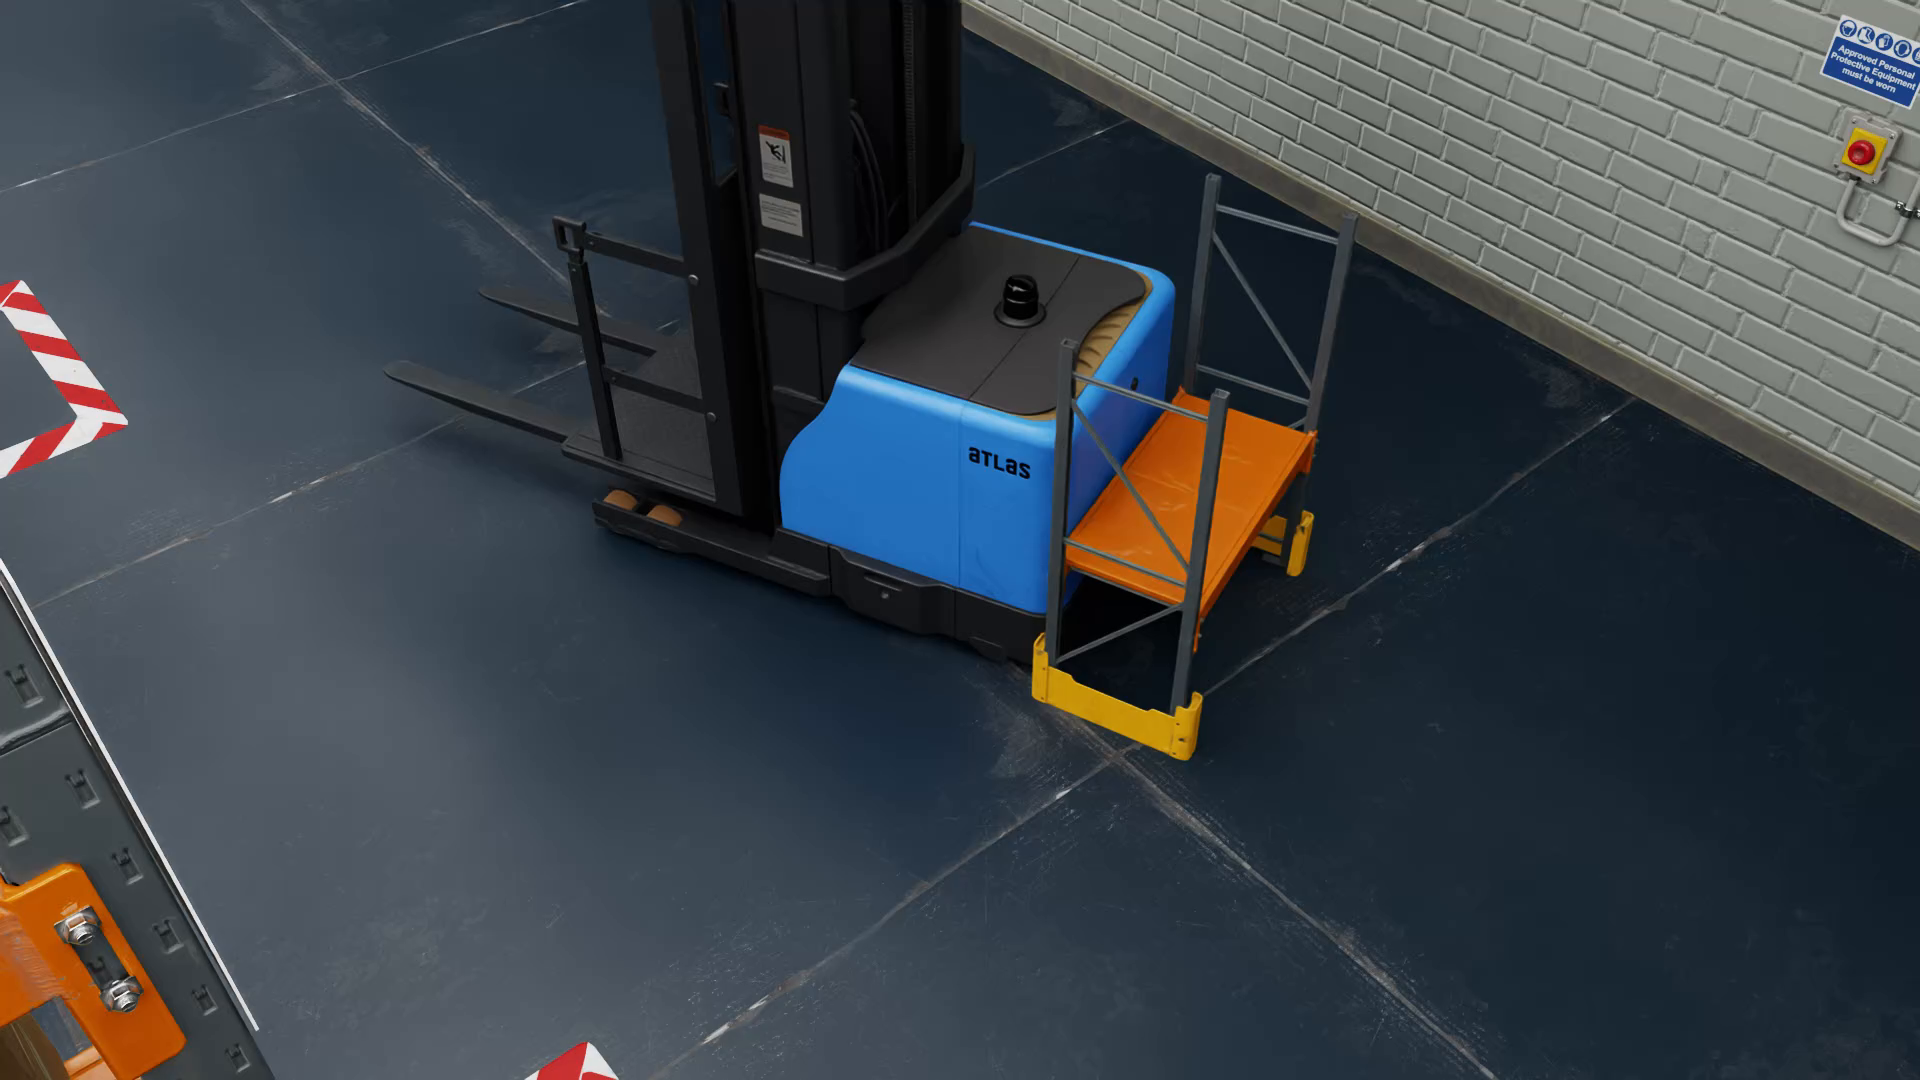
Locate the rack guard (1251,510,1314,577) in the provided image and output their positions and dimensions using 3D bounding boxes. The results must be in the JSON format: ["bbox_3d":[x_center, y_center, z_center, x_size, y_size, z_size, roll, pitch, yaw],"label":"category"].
[{"bbox_3d":[1.005,-0.075,6.147,0.587,0.250,0.087,21,47,21],"label":"rack guard"}]

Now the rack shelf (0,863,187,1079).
[{"bbox_3d":[-2.794,1.087,1.236,4.000,0.370,1.077,-30,51,-28],"label":"rack shelf"}]

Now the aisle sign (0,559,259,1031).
[{"bbox_3d":[-1.006,0.223,1.922,0.004,0.787,0.394,-30,51,-28],"label":"aisle sign"}]

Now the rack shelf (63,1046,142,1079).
[{"bbox_3d":[-2.794,2.180,2.263,4.000,0.370,1.077,-30,51,-28],"label":"rack shelf"}]

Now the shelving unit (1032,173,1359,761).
[{"bbox_3d":[0.759,-0.234,5.404,0.587,1.500,1.083,21,47,21],"label":"shelving unit"}]

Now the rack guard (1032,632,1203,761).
[{"bbox_3d":[0.513,0.518,5.516,0.587,0.250,0.087,21,47,21],"label":"rack guard"}]

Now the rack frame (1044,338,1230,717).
[{"bbox_3d":[0.504,0.074,5.076,0.500,1.500,0.032,21,47,21],"label":"rack frame"}]

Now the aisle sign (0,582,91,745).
[{"bbox_3d":[-1.391,-0.092,2.258,0.004,0.787,0.394,-30,51,-28],"label":"aisle sign"}]

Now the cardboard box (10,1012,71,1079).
[{"bbox_3d":[-1.812,1.063,2.854,0.500,0.500,0.500,-30,51,-28],"label":"cardboard box"}]

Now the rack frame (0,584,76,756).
[{"bbox_3d":[-1.260,-1.147,0.898,0.127,3.000,1.000,-30,51,-28],"label":"rack frame"}]

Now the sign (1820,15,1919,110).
[{"bbox_3d":[3.066,-1.600,5.565,0.001,0.218,0.327,-30,51,-28],"label":"sign"}]

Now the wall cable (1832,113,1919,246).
[{"bbox_3d":[3.050,-1.831,5.244,0.123,1.953,0.585,-30,51,-28],"label":"wall cable"}]

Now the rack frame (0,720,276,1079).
[{"bbox_3d":[-1.260,1.040,2.952,0.127,3.000,1.000,-30,51,-28],"label":"rack frame"}]

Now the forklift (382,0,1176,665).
[{"bbox_3d":[-0.807,-1.337,5.533,3.031,2.935,1.130,18,46,19],"label":"forklift"}]

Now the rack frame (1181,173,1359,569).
[{"bbox_3d":[1.006,-0.532,5.720,0.500,1.500,0.032,21,47,21],"label":"rack frame"}]

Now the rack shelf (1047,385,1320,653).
[{"bbox_3d":[0.755,-0.098,5.521,0.538,0.185,1.000,21,47,21],"label":"rack shelf"}]
